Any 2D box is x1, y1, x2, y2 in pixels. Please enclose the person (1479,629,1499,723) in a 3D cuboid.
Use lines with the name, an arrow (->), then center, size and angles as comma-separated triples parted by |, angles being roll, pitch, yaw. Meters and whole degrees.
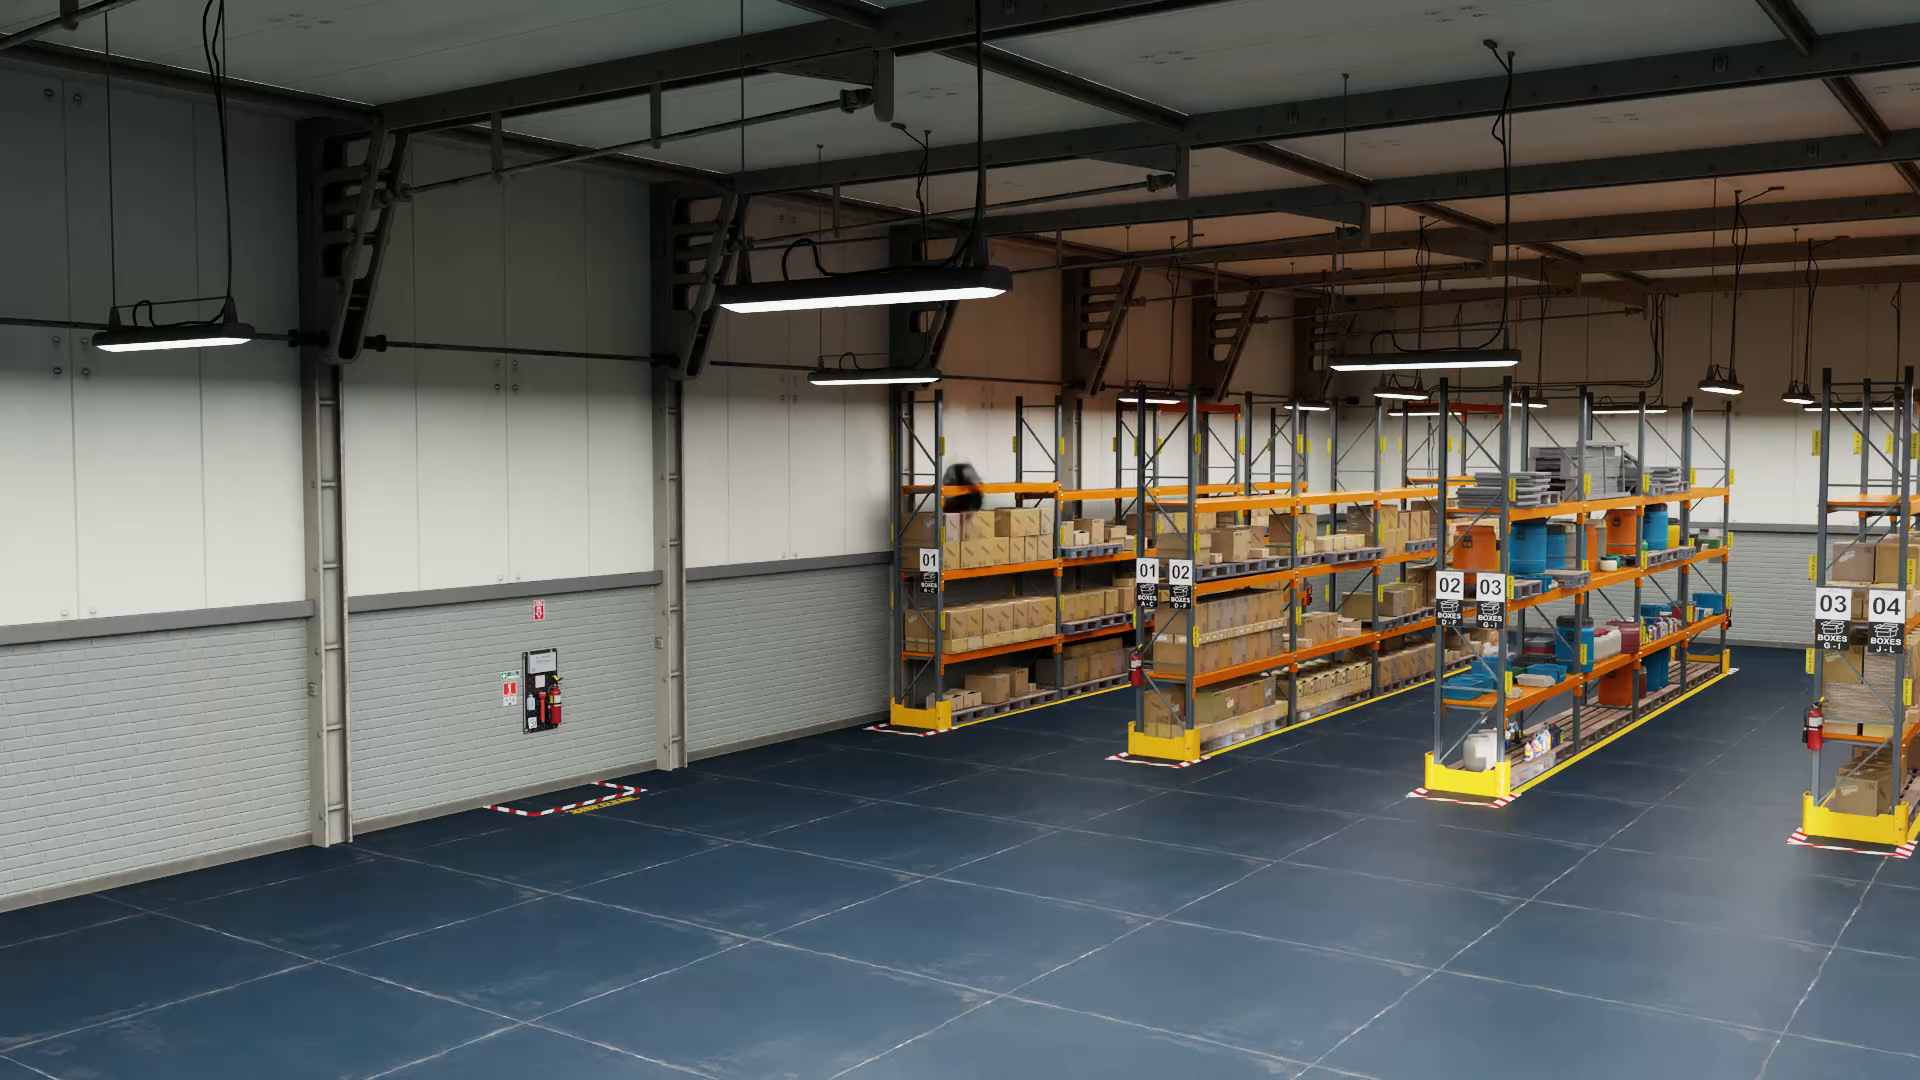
person -> 9.667, 2.442, 30.201 | 0.549, 1.678, 0.940 | 2, 4, 36
